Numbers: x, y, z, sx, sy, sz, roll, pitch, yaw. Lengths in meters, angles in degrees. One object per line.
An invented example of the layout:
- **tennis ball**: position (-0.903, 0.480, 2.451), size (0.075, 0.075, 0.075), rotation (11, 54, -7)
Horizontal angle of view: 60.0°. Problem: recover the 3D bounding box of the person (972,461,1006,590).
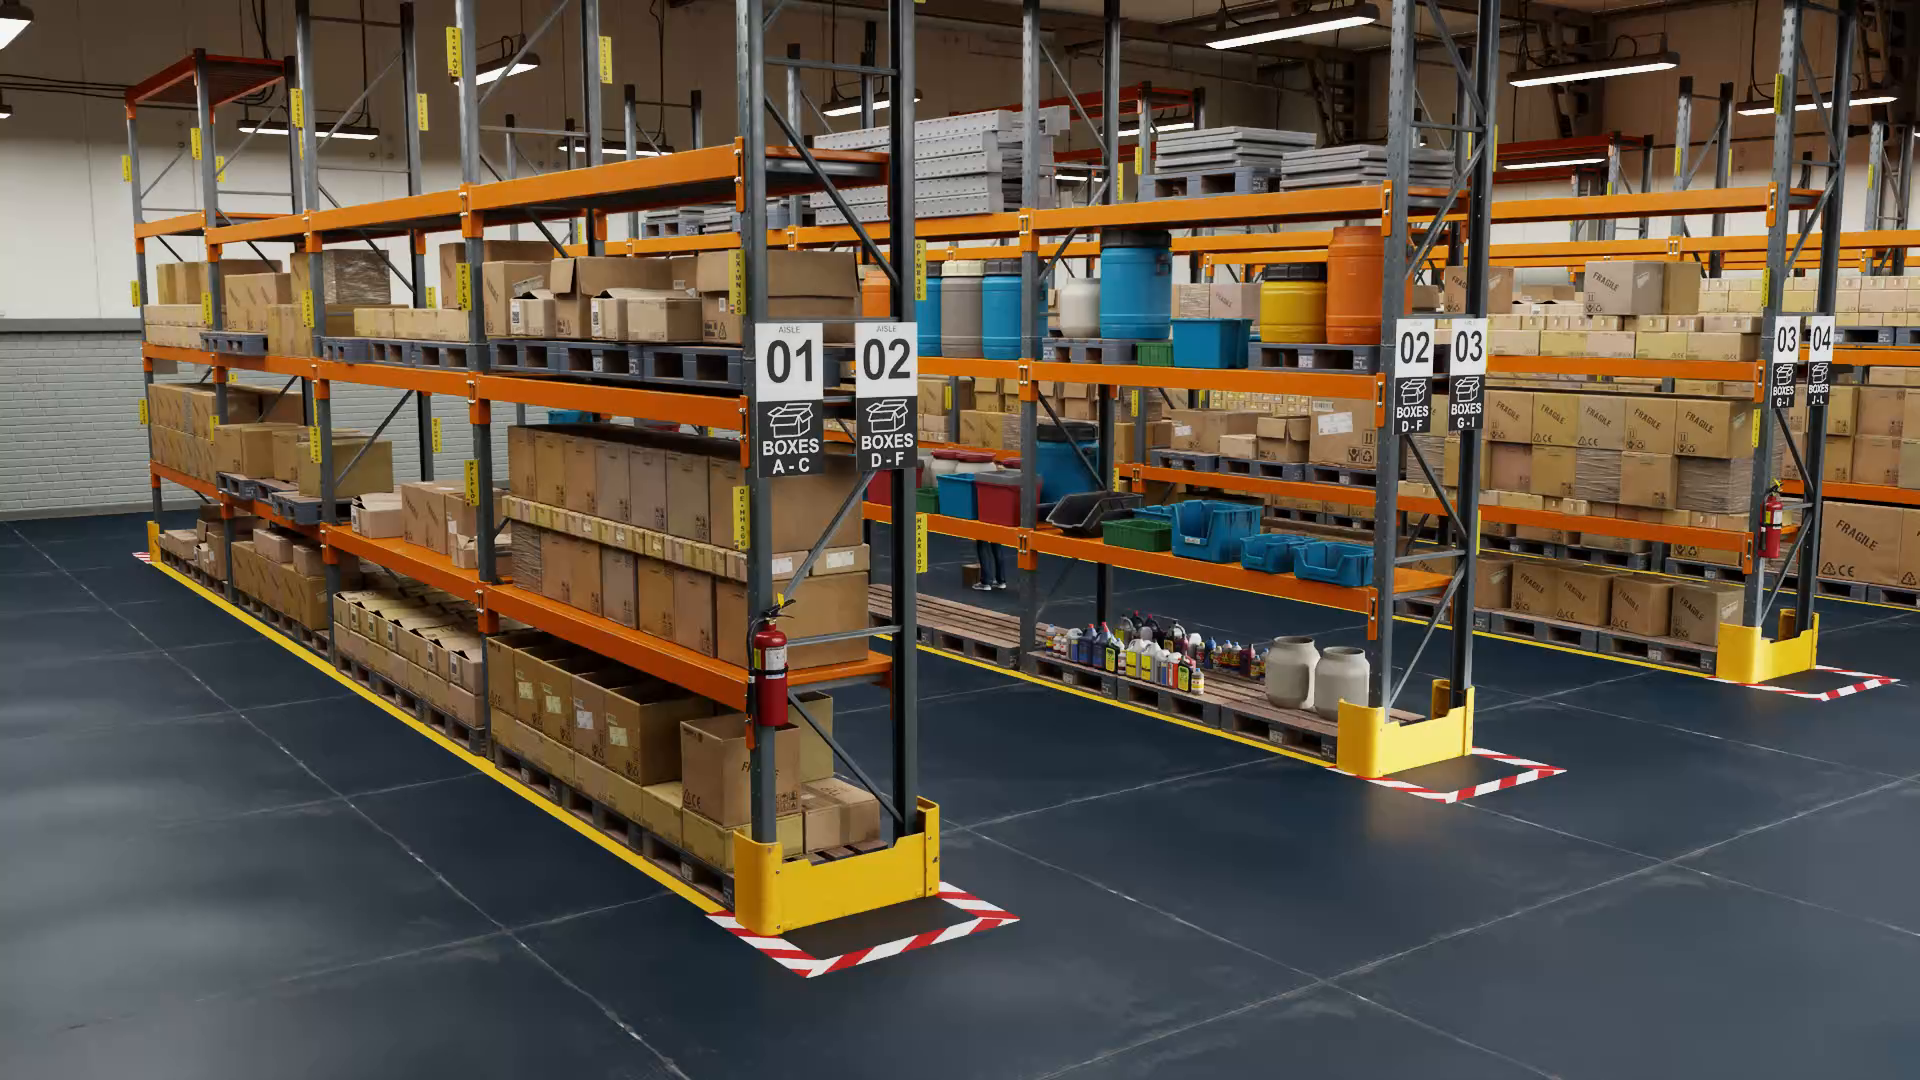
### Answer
- **person**: position (0.347, -0.211, 19.361), size (0.475, 1.592, 0.345), rotation (-7, 10, -39)
